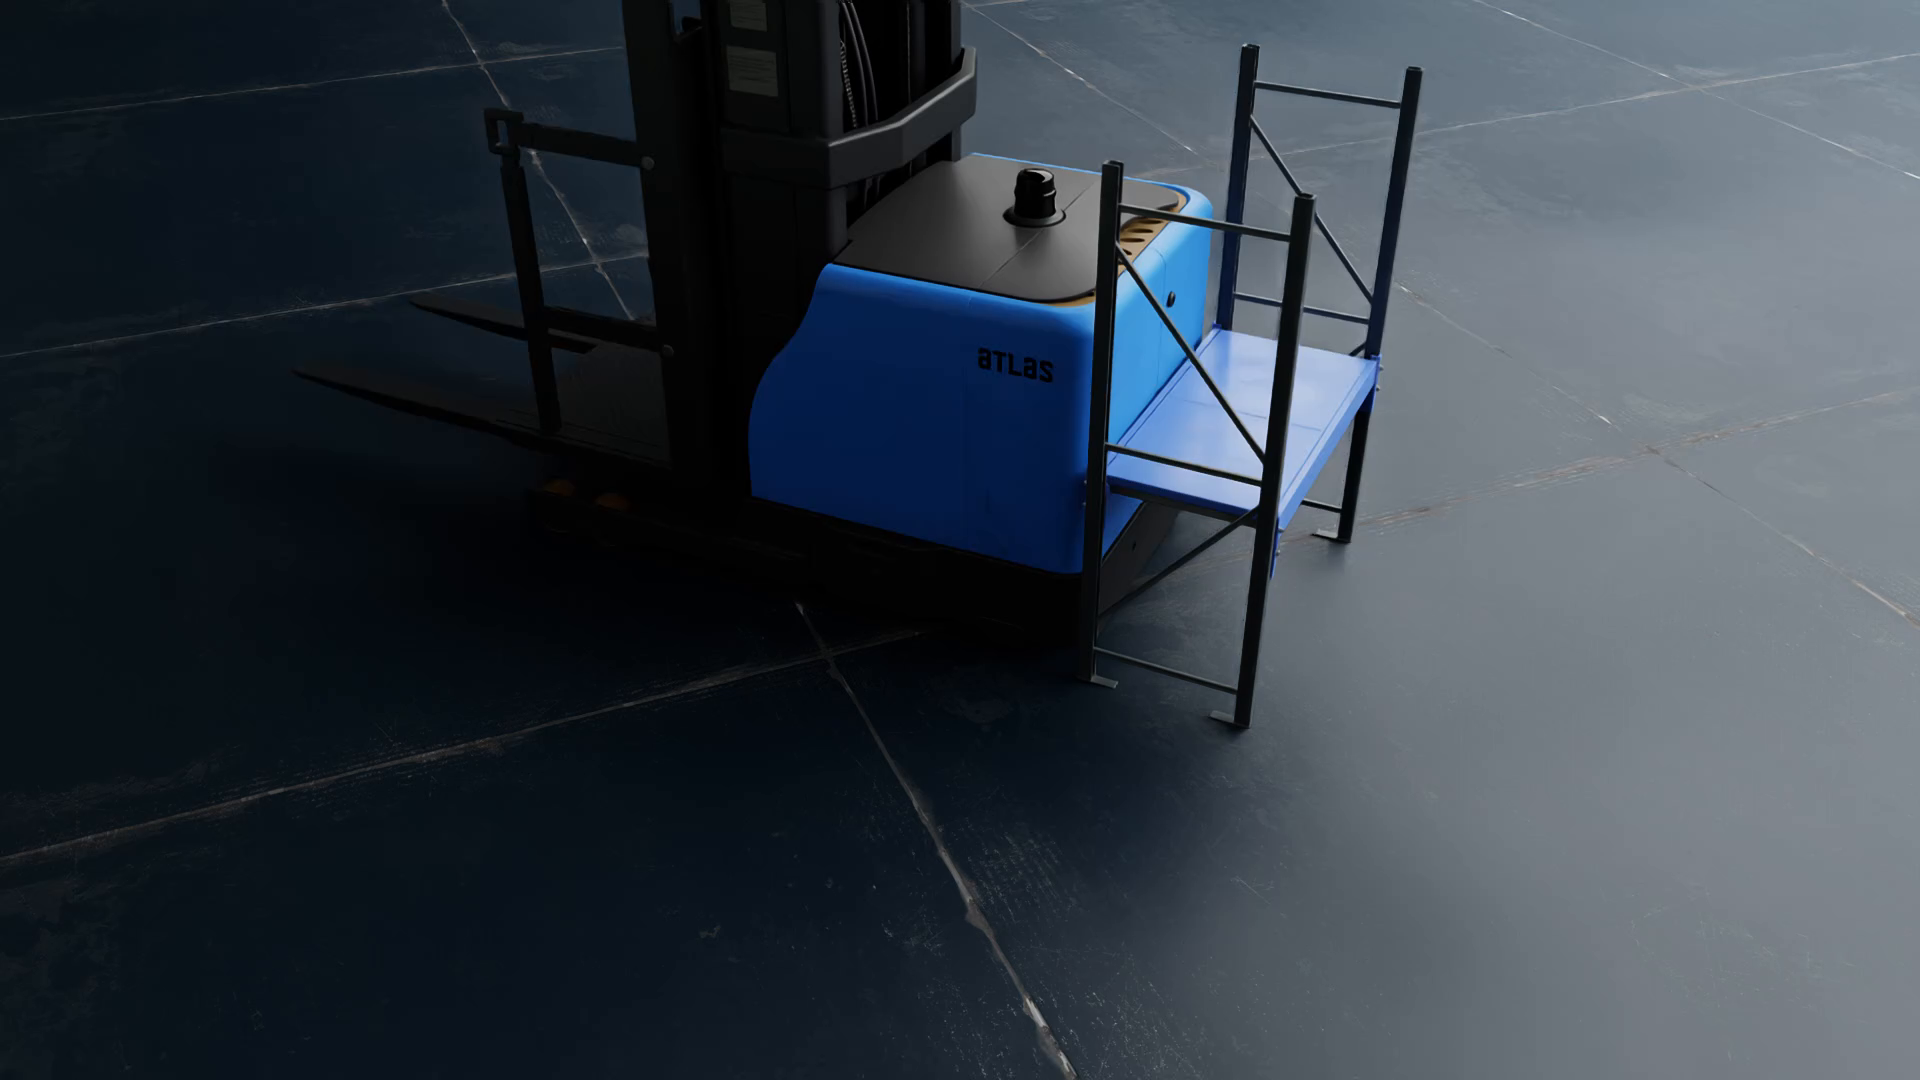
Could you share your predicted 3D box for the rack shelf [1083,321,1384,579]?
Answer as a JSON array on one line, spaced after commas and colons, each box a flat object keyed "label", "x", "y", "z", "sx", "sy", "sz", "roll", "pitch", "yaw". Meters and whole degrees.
[{"label": "rack shelf", "x": 0.783, "y": -0.284, "z": 4.640, "sx": 0.538, "sy": 0.185, "sz": 1.000, "roll": 15, "pitch": 36, "yaw": 22}]

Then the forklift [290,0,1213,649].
[{"label": "forklift", "x": -0.807, "y": -1.453, "z": 4.796, "sx": 3.031, "sy": 2.935, "sz": 1.130, "roll": 14, "pitch": 36, "yaw": 21}]

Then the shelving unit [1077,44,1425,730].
[{"label": "shelving unit", "x": 0.784, "y": -0.435, "z": 4.542, "sx": 0.538, "sy": 1.500, "sz": 1.048, "roll": 15, "pitch": 36, "yaw": 22}]

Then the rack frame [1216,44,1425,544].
[{"label": "rack frame", "x": 1.009, "y": -0.683, "z": 4.924, "sx": 0.500, "sy": 1.500, "sz": 0.032, "roll": 15, "pitch": 36, "yaw": 22}]

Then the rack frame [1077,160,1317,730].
[{"label": "rack frame", "x": 0.558, "y": -0.186, "z": 4.160, "sx": 0.500, "sy": 1.500, "sz": 0.032, "roll": 15, "pitch": 36, "yaw": 22}]
